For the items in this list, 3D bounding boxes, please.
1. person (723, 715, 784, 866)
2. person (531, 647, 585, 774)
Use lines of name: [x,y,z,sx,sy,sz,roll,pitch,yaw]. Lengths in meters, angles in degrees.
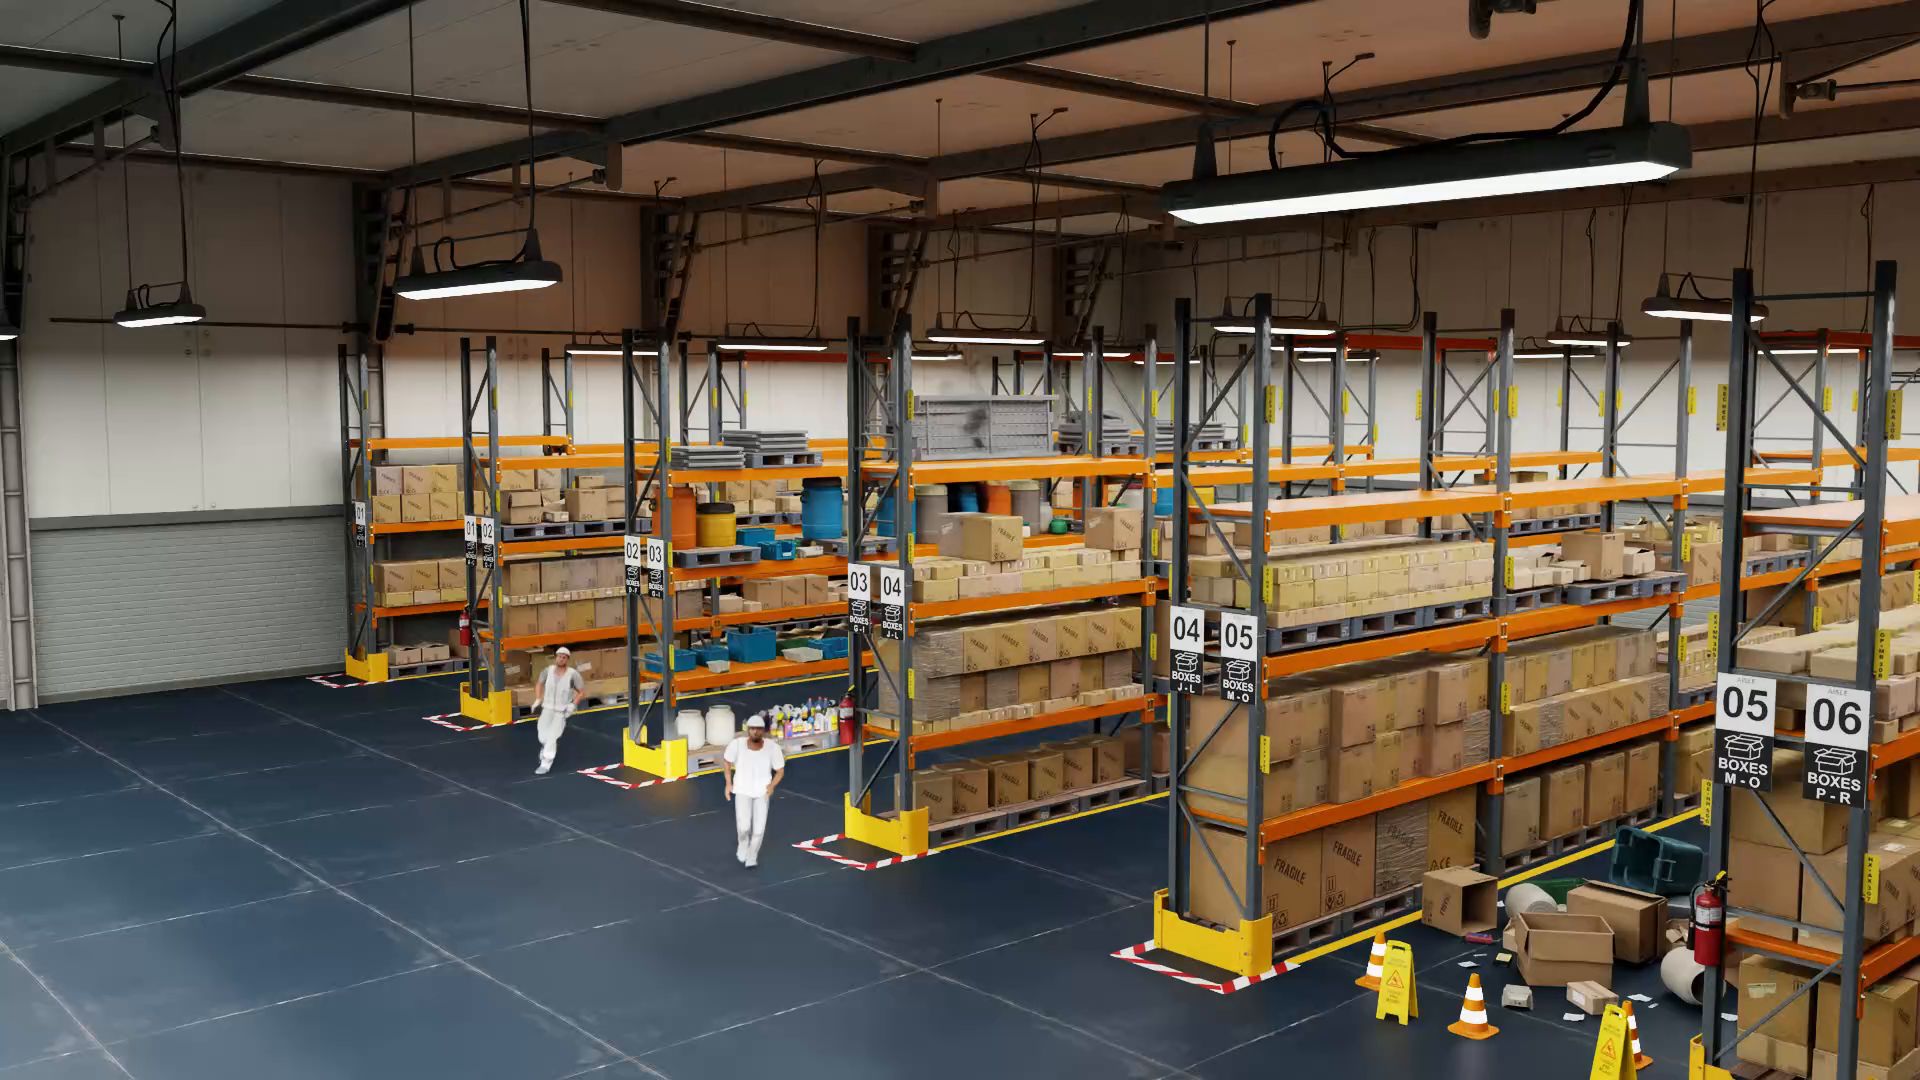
person: [-2.212,2.711,17.904,0.645,1.690,0.627,-1,5,-11]
person: [-5.440,2.299,22.497,0.711,1.708,0.555,0,5,2]
